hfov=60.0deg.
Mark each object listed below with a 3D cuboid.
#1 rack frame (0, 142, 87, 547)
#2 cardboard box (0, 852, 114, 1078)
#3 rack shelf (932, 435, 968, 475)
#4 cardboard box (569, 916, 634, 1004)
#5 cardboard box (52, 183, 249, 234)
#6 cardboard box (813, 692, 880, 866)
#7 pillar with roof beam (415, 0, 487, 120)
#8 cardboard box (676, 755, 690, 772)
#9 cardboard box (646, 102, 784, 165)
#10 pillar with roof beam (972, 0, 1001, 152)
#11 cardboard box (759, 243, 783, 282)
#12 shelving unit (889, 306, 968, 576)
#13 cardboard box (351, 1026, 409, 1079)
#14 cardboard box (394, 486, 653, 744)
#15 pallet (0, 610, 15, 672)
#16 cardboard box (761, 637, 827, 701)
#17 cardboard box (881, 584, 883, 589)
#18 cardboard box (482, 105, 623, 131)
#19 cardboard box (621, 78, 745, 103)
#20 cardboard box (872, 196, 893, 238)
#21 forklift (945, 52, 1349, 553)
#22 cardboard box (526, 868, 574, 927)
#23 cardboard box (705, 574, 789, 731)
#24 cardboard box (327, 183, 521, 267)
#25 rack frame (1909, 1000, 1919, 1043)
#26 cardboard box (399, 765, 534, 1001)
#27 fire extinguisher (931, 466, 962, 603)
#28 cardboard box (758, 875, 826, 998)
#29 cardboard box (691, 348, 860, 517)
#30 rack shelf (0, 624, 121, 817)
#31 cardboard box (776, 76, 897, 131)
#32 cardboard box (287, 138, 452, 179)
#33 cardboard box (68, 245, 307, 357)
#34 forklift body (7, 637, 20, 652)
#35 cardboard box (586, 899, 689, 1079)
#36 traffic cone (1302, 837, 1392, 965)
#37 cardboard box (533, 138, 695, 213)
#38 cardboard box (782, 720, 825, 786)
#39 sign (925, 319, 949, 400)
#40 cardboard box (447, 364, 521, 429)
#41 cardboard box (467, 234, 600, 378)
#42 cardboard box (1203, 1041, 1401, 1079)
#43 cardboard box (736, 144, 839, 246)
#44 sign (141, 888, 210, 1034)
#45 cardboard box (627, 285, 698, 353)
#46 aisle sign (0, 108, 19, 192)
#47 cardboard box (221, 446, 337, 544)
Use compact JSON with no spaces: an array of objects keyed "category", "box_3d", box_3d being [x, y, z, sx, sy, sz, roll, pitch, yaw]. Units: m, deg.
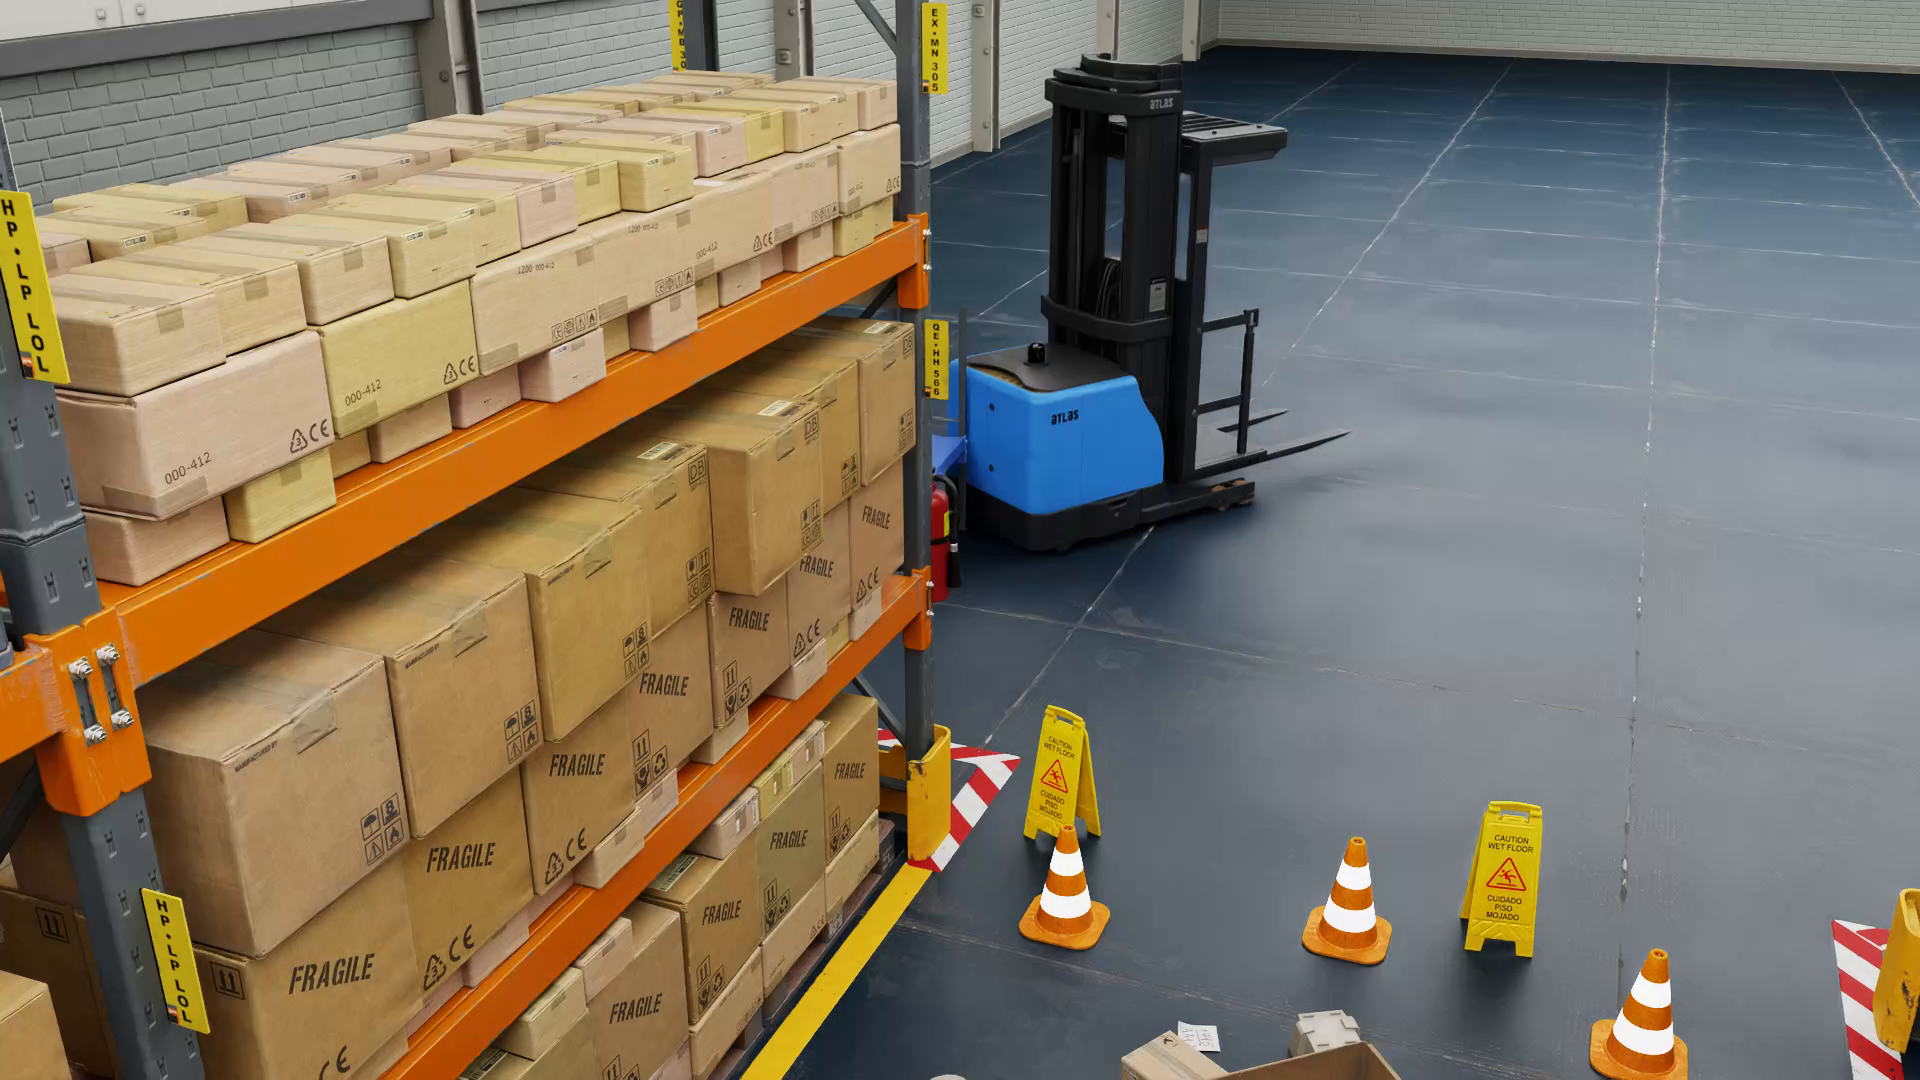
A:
[{"category":"rack frame","box_3d":[-2.087,-1.466,2.585,1.000,3.000,0.127,9,24,20]},{"category":"cardboard box","box_3d":[-2.153,0.924,4.131,0.500,0.500,0.500,8,24,19]},{"category":"rack shelf","box_3d":[-0.346,-0.428,10.296,0.538,0.185,1.000,6,24,15]},{"category":"cardboard box","box_3d":[-1.229,1.242,5.093,0.380,0.149,0.250,10,25,23]},{"category":"cardboard box","box_3d":[-1.993,-0.775,4.113,0.380,0.149,0.250,10,24,22]},{"category":"cardboard box","box_3d":[-0.657,0.923,6.697,0.500,0.500,0.500,9,24,20]},{"category":"pillar with roof beam","box_3d":[-0.081,-5.018,11.088,9.100,9.000,0.400,9,24,20]},{"category":"cardboard box","box_3d":[-1.128,0.695,5.520,0.380,0.149,0.250,9,24,20]},{"category":"cardboard box","box_3d":[-0.804,-1.338,5.462,0.380,0.149,0.250,9,24,20]},{"category":"pillar with roof beam","box_3d":[4.376,-9.312,21.368,9.100,9.000,0.400,9,24,20]},{"category":"cardboard box","box_3d":[-0.823,-0.965,5.603,0.380,0.149,0.250,9,24,20]},{"category":"shelving unit","box_3d":[-0.346,-0.594,10.226,0.538,1.500,1.048,6,24,15]},{"category":"cardboard box","box_3d":[-1.627,1.253,4.184,0.380,0.149,0.250,10,24,22]},{"category":"cardboard box","box_3d":[-1.301,0.175,4.626,0.700,0.500,0.500,8,24,19]},{"category":"pallet","box_3d":[-2.416,0.210,2.707,1.213,0.211,1.003,9,24,20]},{"category":"cardboard box","box_3d":[-0.716,0.442,6.125,0.380,0.149,0.250,9,24,21]},{"category":"cardboard box","box_3d":[-0.542,0.151,6.823,0.380,0.149,0.250,10,25,22]},{"category":"cardboard box","box_3d":[-1.317,-1.313,5.402,0.380,0.149,0.250,9,24,20]},{"category":"cardboard box","box_3d":[-1.002,-1.575,6.029,0.380,0.149,0.250,9,24,20]},{"category":"cardboard box","box_3d":[-0.474,-1.230,6.237,0.380,0.149,0.250,9,24,20]},{"category":"forklift","box_3d":[1.397,-1.701,11.020,3.031,2.935,1.130,-15,27,-32]},{"category":"cardboard box","box_3d":[-1.362,0.970,4.861,0.380,0.149,0.250,9,24,20]},{"category":"cardboard box","box_3d":[-0.927,0.278,5.678,0.500,0.500,0.500,9,24,20]},{"category":"cardboard box","box_3d":[-1.324,-0.777,4.118,0.380,0.149,0.250,8,24,18]},{"category":"rack frame","box_3d":[4.032,0.543,5.559,1.000,3.000,0.127,9,24,20]},{"category":"cardboard box","box_3d":[-1.500,0.818,4.385,0.500,0.500,0.500,9,24,20]},{"category":"fire extinguisher","box_3d":[-0.131,-0.069,7.124,0.296,0.674,0.183,9,24,20]},{"category":"cardboard box","box_3d":[-0.852,1.457,6.392,0.500,0.250,0.500,9,24,20]},{"category":"cardboard box","box_3d":[-0.784,-0.380,5.956,0.700,0.500,0.500,9,24,21]},{"category":"rack shelf","box_3d":[-2.830,0.965,1.589,1.077,0.370,4.000,9,24,20]},{"category":"cardboard box","box_3d":[-0.453,-1.602,6.094,0.380,0.149,0.250,9,24,21]},{"category":"cardboard box","box_3d":[-1.685,-1.048,4.766,0.380,0.149,0.250,9,24,21]},{"category":"cardboard box","box_3d":[-1.598,-0.498,3.449,0.380,0.149,0.250,10,25,22]},{"category":"forklift body","box_3d":[-4.222,0.492,6.780,2.313,2.155,1.214,9,24,20]},{"category":"cardboard box","box_3d":[-1.235,1.480,5.365,0.500,0.500,0.500,10,25,23]},{"category":"traffic cone","box_3d":[1.593,1.417,6.758,0.336,0.463,0.334,9,24,20]},{"category":"cardboard box","box_3d":[-0.991,-1.049,4.769,0.380,0.149,0.250,9,24,21]},{"category":"cardboard box","box_3d":[-0.731,0.765,6.235,0.380,0.149,0.250,10,24,22]},{"category":"sign","box_3d":[-0.094,-0.723,6.677,0.100,0.325,0.005,9,24,20]},{"category":"cardboard box","box_3d":[-1.366,-0.411,4.276,0.380,0.149,0.250,8,24,18]},{"category":"cardboard box","box_3d":[-1.289,-0.632,4.288,0.500,0.250,0.500,9,24,21]},{"category":"cardboard box","box_3d":[1.097,2.013,5.277,0.797,0.503,0.637,-7,24,-17]},{"category":"cardboard box","box_3d":[-0.742,-1.182,5.605,0.500,0.250,0.500,8,24,19]},{"category":"sign","box_3d":[-1.571,0.846,3.331,0.100,0.325,0.005,9,24,20]},{"category":"cardboard box","box_3d":[-1.003,-0.674,4.906,0.380,0.149,0.250,8,24,19]},{"category":"aisle sign","box_3d":[-4.914,-2.020,8.321,0.394,0.787,0.004,9,24,20]},{"category":"cardboard box","box_3d":[-1.592,-0.128,3.599,0.380,0.149,0.250,9,24,20]}]
